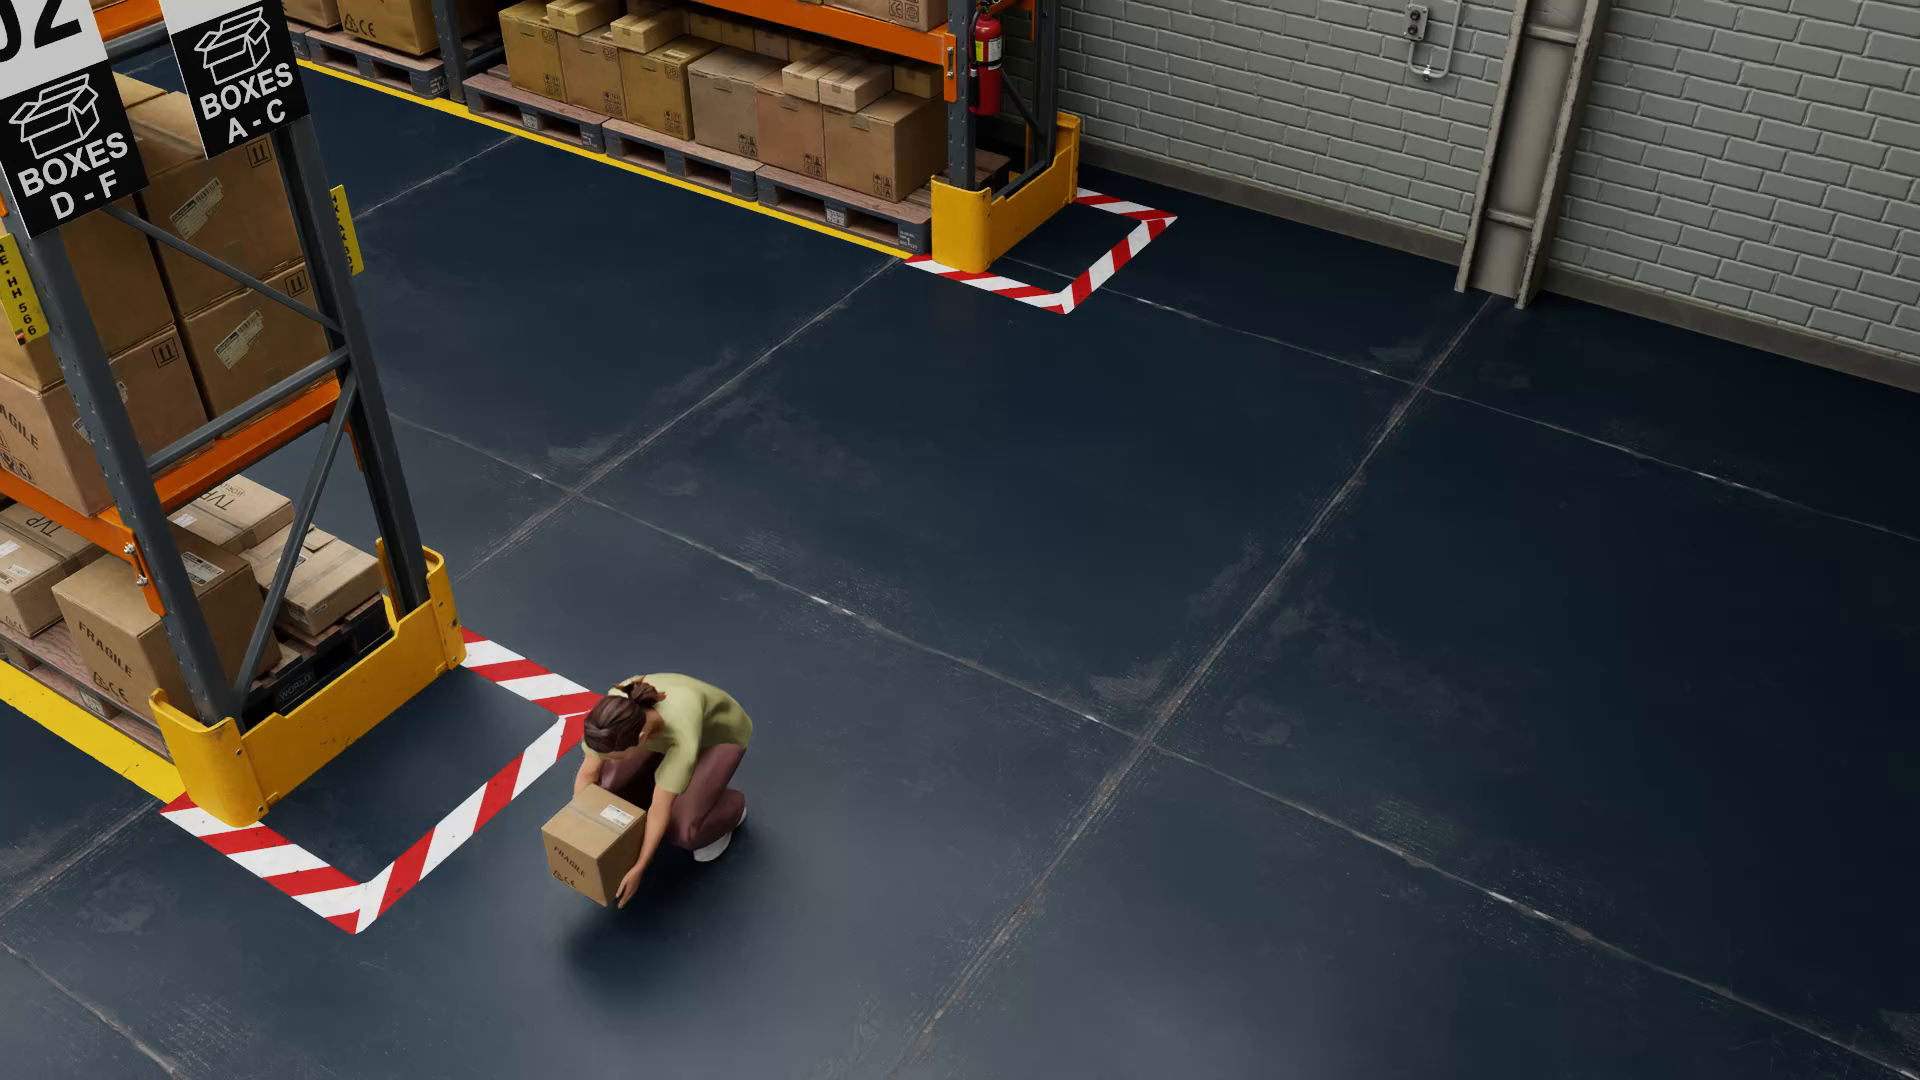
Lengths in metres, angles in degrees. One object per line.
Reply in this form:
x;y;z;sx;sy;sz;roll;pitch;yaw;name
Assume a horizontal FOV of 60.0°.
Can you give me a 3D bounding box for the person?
-1.053;0.766;5.791;0.465;0.940;0.807;21;43;24;person
